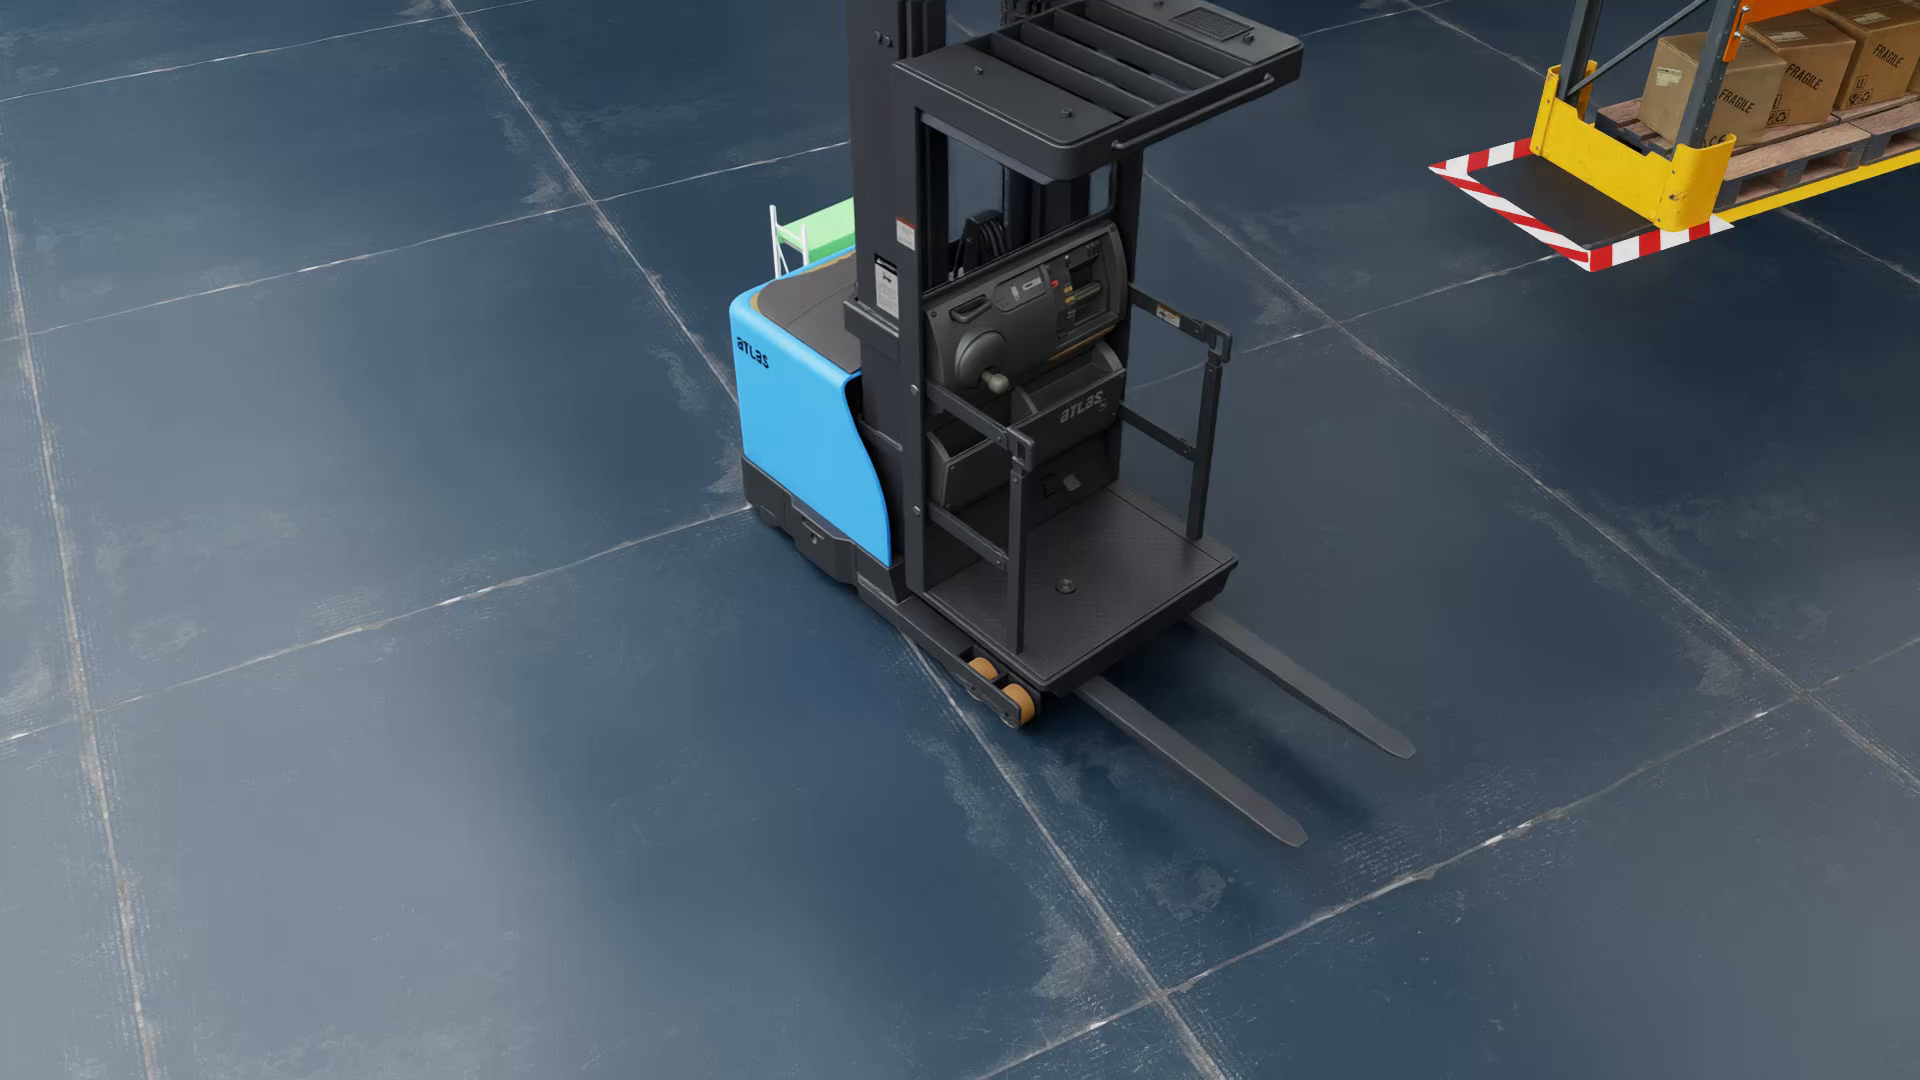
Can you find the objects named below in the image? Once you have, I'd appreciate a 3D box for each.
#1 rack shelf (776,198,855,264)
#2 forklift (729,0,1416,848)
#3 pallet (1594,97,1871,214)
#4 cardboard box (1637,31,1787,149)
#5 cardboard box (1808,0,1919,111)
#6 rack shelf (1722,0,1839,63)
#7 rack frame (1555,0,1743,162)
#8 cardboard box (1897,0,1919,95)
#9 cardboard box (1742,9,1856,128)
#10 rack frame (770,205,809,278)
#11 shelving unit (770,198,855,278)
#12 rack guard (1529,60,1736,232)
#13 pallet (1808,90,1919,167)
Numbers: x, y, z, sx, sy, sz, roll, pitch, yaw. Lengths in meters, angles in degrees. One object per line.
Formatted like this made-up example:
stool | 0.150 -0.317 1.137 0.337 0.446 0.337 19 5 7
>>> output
rack shelf | -0.541 -1.329 7.247 0.480 0.148 0.258 -30 49 -30
forklift | 0.397 -0.773 5.895 1.130 2.935 3.031 -30 49 -30
pallet | 4.574 -2.392 9.913 1.213 0.211 1.003 -19 44 -21
cardboard box | 4.331 -2.594 9.603 0.500 0.500 0.500 -11 41 -13
cardboard box | 5.409 -2.969 10.045 0.500 0.500 0.500 -15 42 -17
rack shelf | 5.543 -3.534 9.660 4.000 0.370 1.077 -19 44 -21
rack frame | 3.769 -3.212 8.722 0.127 3.000 1.000 -19 44 -21
cardboard box | 5.925 -3.109 10.211 0.500 0.500 0.500 -22 45 -24
cardboard box | 4.845 -2.793 9.837 0.500 0.500 0.500 -8 41 -9
rack frame | -0.723 -0.907 7.392 0.015 1.200 0.240 -30 49 -30
shelving unit | -0.541 -1.011 7.516 0.503 1.200 0.258 -30 49 -30
rack guard | 3.837 -2.280 9.557 0.348 0.500 1.175 -19 44 -21
pallet | 5.654 -2.754 10.340 1.213 0.211 1.003 -19 44 -21
